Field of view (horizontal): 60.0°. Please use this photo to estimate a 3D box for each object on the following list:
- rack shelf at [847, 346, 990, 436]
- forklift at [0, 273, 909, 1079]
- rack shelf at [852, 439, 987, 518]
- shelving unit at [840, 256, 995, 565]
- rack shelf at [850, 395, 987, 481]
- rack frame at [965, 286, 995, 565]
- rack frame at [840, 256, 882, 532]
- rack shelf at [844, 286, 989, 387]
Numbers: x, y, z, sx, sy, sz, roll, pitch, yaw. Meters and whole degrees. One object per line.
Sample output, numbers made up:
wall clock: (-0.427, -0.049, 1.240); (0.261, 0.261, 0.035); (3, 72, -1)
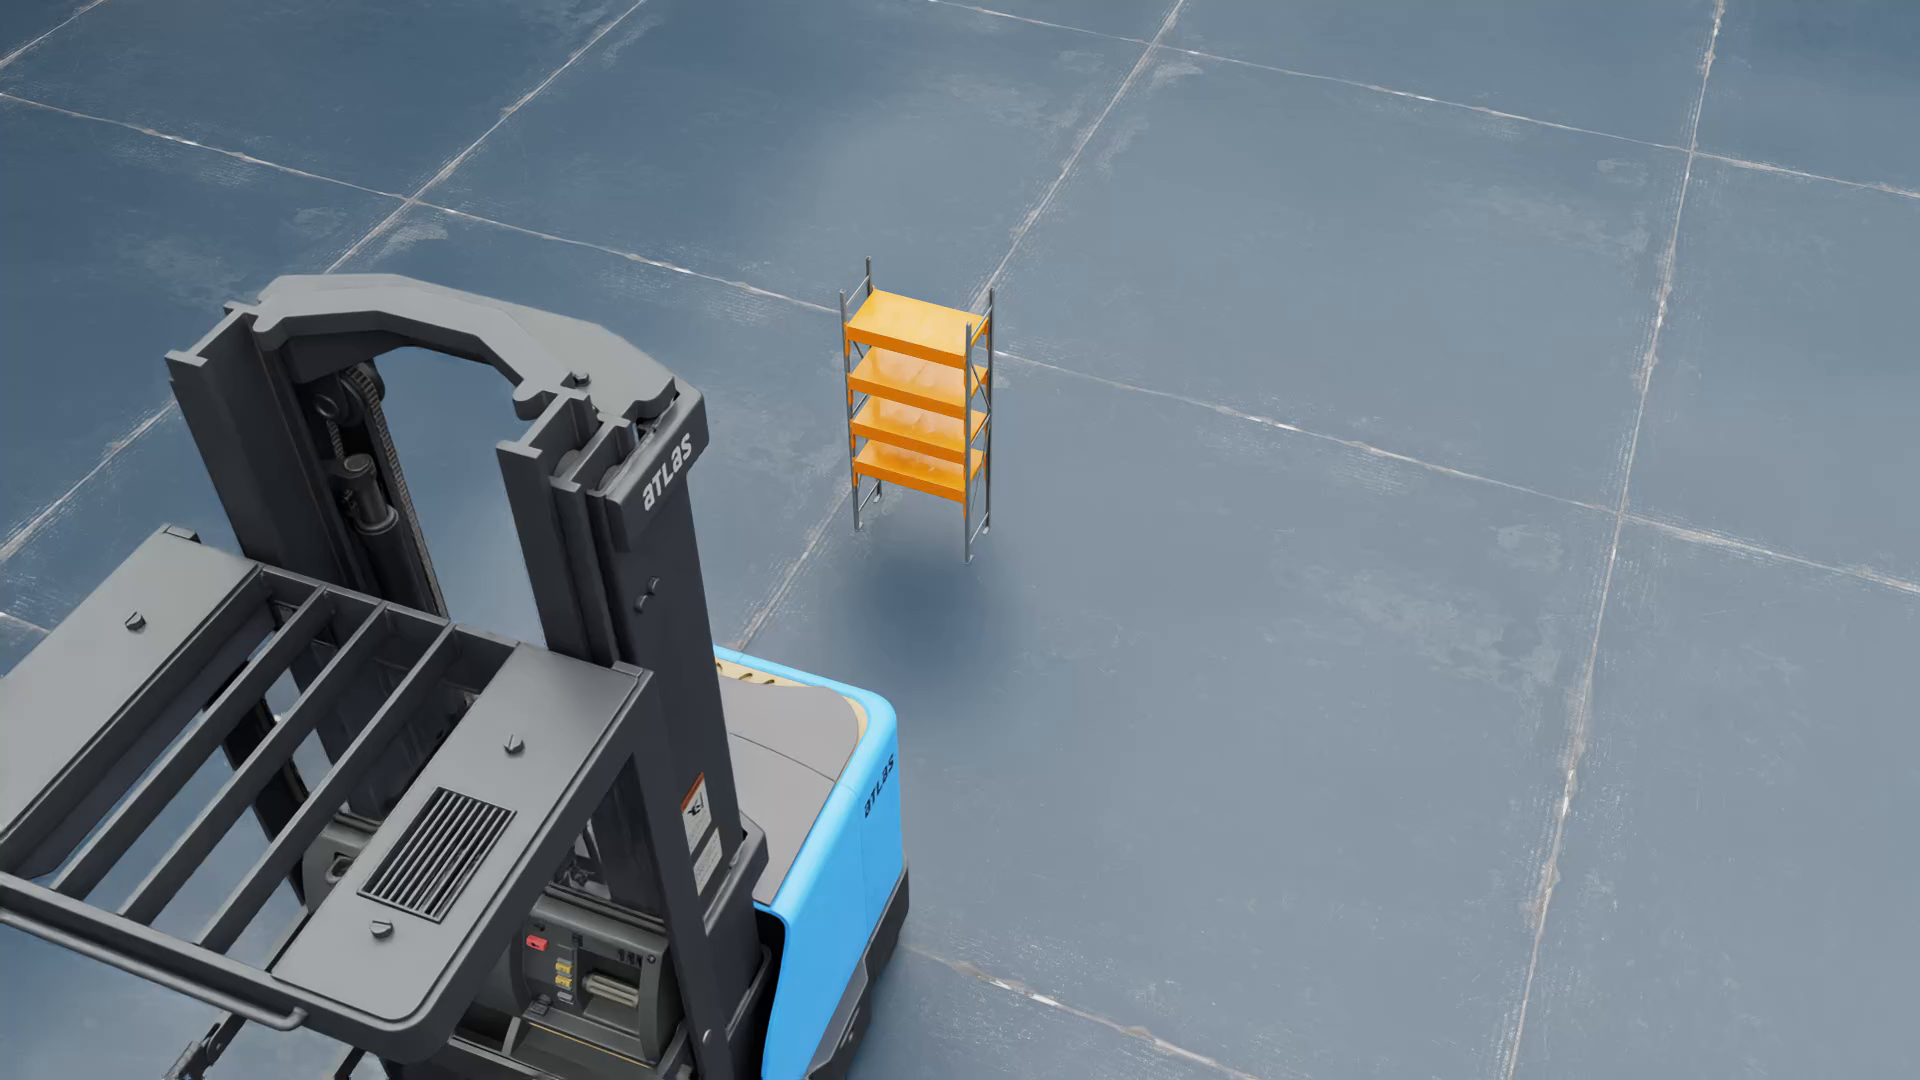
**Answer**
rack shelf: (-0.153, -0.581, 6.262); (0.480, 0.148, 0.258); (16, 47, 16)
forklift: (-1.163, 1.030, 3.637); (1.130, 2.935, 3.031); (15, 47, 15)
rack shelf: (-0.153, -0.282, 6.559); (0.480, 0.148, 0.258); (16, 47, 16)
shelving unit: (-0.153, -0.470, 6.372); (0.503, 1.200, 0.258); (16, 47, 16)
rack shelf: (-0.153, -0.423, 6.419); (0.480, 0.148, 0.258); (16, 47, 16)
rack frame: (0.072, -0.404, 6.305); (0.015, 1.200, 0.240); (16, 47, 16)
rack frame: (-0.378, -0.537, 6.439); (0.015, 1.200, 0.240); (16, 47, 16)
rack shelf: (-0.153, -0.749, 6.095); (0.480, 0.148, 0.258); (16, 47, 16)
